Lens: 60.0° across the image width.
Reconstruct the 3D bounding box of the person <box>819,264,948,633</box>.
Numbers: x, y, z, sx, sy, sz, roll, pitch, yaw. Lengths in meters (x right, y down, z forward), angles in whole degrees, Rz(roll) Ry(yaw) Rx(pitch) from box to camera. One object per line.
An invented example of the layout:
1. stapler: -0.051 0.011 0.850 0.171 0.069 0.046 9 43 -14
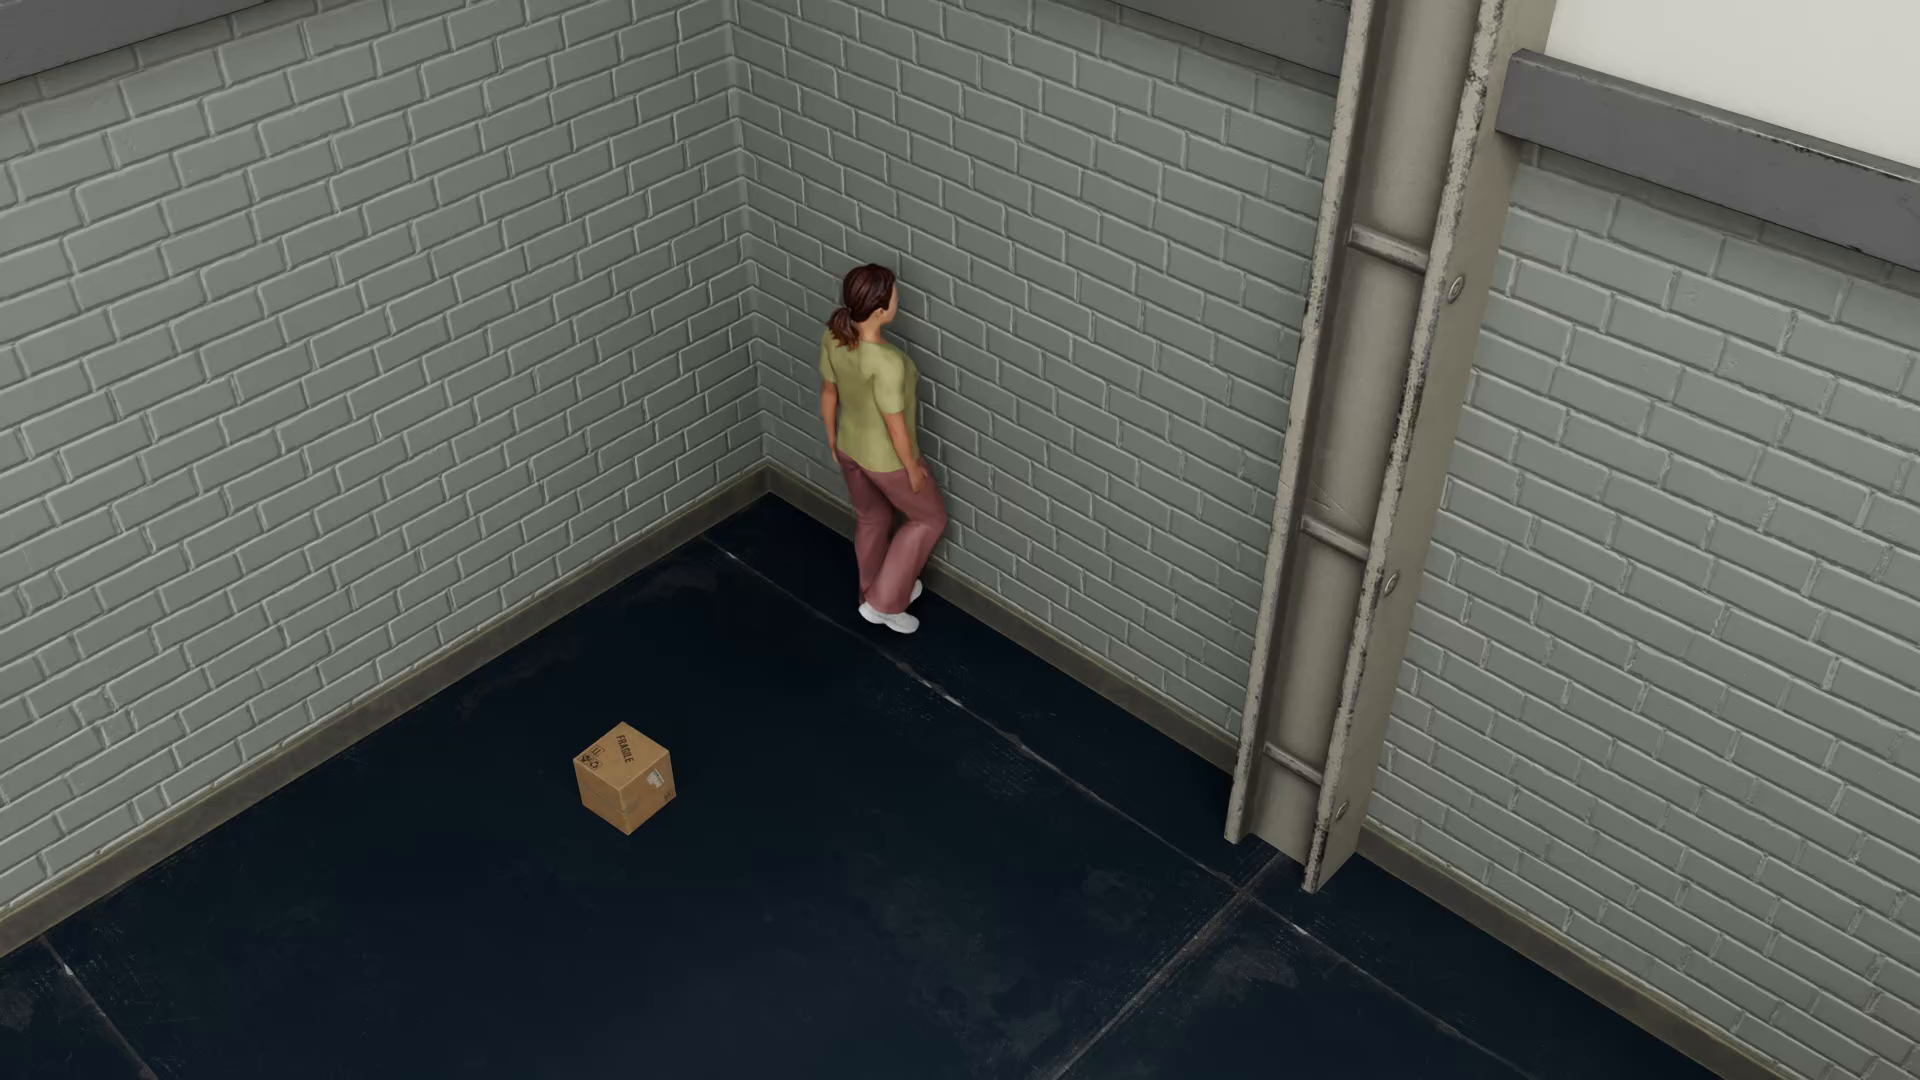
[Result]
1. person: -0.315 -0.343 6.560 0.413 1.682 0.463 -30 48 -31
